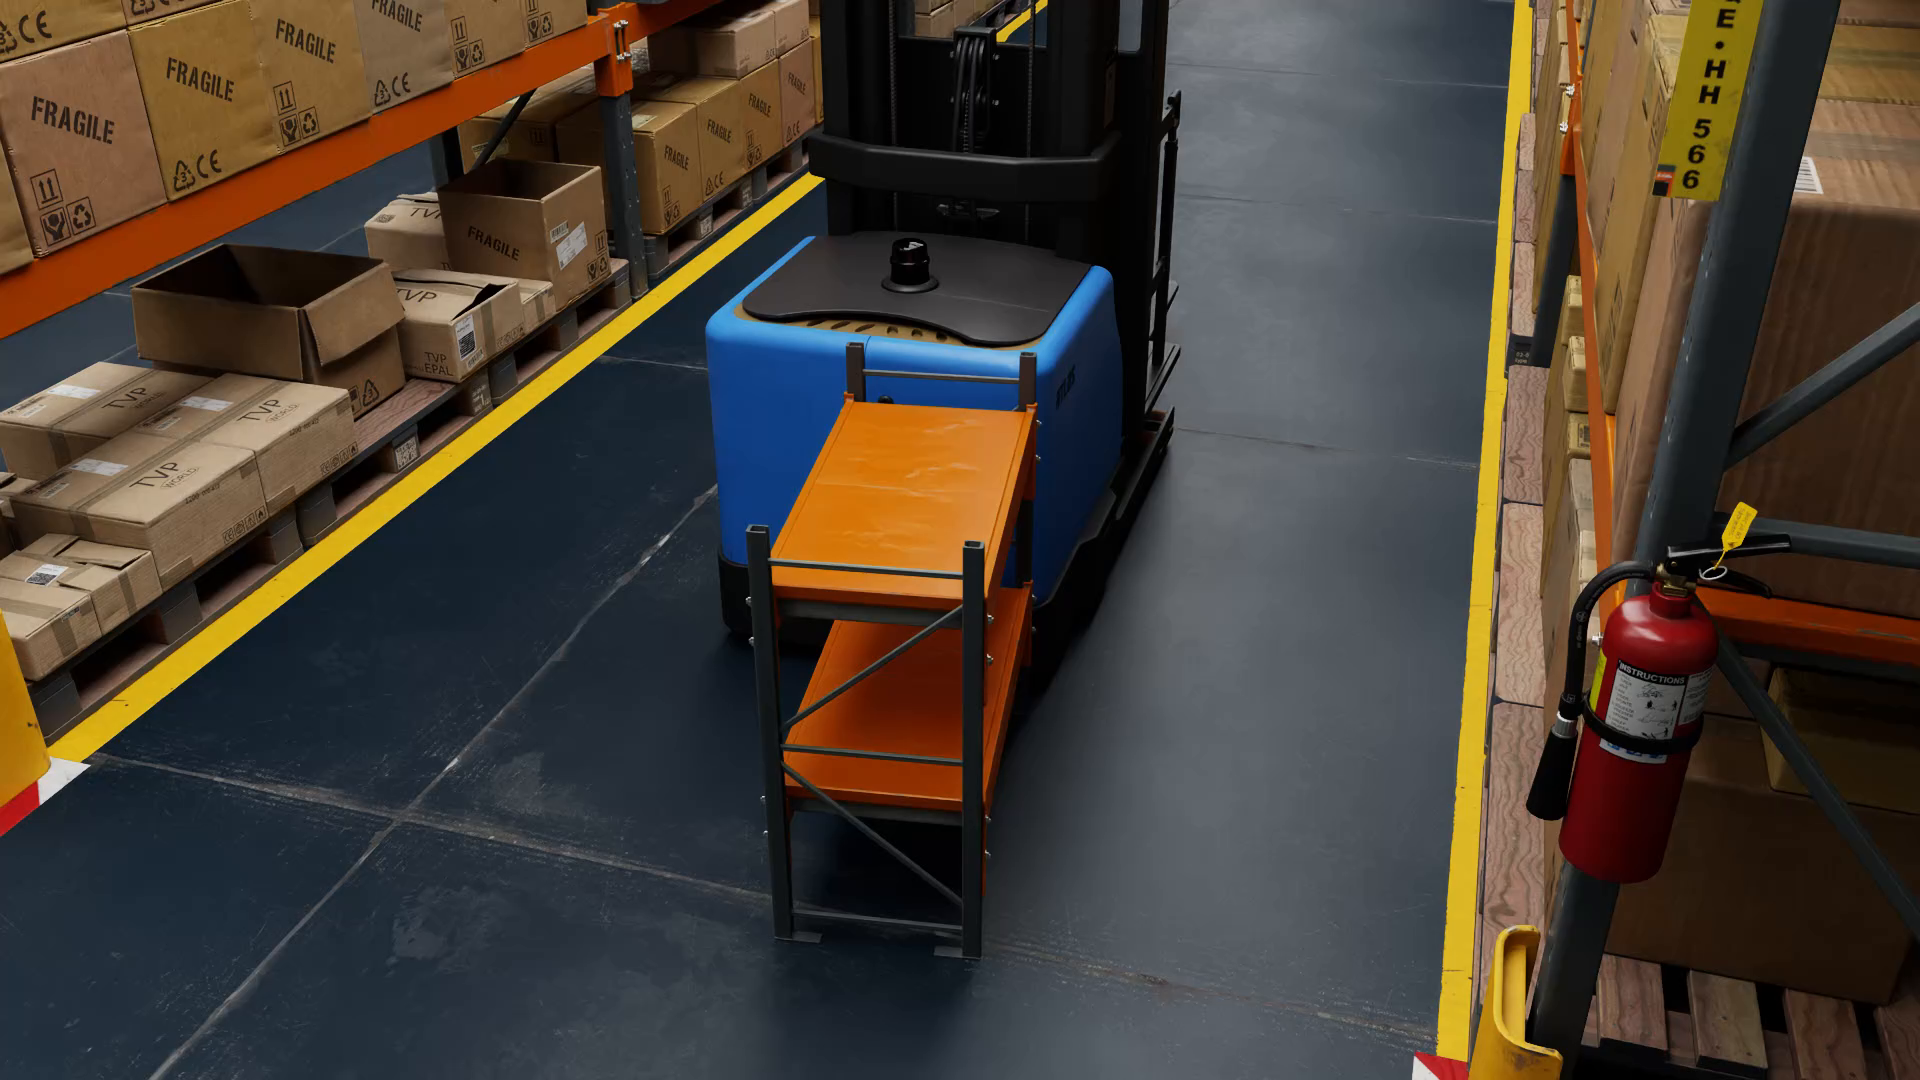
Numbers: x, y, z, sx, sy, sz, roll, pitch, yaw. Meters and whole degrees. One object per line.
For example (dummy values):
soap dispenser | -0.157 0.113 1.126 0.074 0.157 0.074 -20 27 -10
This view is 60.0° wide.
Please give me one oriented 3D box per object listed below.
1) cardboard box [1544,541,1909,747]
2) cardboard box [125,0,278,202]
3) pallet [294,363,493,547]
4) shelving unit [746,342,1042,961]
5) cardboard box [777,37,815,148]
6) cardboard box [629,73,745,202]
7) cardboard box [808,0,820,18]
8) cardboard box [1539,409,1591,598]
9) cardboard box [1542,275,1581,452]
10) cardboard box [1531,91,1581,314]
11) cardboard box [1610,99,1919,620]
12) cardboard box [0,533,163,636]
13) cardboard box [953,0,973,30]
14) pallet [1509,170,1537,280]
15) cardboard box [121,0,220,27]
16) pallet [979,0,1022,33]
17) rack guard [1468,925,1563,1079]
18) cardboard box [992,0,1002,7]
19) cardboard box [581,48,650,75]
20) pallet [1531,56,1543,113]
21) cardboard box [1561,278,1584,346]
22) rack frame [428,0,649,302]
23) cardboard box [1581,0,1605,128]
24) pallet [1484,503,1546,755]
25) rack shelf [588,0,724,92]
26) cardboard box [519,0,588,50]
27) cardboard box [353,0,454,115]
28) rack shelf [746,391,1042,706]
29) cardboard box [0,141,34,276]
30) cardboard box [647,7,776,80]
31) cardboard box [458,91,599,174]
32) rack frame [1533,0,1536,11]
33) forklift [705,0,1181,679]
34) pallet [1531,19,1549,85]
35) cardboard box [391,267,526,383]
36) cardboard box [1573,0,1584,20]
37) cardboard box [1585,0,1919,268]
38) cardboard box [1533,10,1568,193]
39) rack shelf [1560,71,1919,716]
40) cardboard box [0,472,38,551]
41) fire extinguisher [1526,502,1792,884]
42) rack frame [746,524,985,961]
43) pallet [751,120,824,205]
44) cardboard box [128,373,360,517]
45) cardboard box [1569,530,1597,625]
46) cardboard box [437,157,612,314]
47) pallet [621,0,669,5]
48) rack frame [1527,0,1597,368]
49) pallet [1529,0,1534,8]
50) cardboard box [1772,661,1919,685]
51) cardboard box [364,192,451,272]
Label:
cardboard box | 1.855 0.379 4.123 0.700 0.500 0.500 8 30 15
cardboard box | -2.459 -1.349 4.986 0.500 0.500 0.500 8 30 15
pallet | -2.523 -0.415 6.280 1.003 0.211 1.213 8 30 15
shelving unit | -0.124 0.239 4.163 0.538 1.125 1.048 4 29 7
cardboard box | -1.140 -2.527 9.326 0.500 0.500 0.500 7 30 13
cardboard box | -1.443 -2.061 8.488 0.500 0.500 0.500 9 30 16
cardboard box | -0.852 -3.313 9.968 0.500 0.250 0.500 10 31 17
cardboard box | 2.152 -0.104 4.990 0.700 0.500 0.500 9 30 16
cardboard box | 2.455 -0.575 5.837 0.700 0.500 0.500 9 30 16
cardboard box | 2.839 -1.381 6.927 0.750 0.750 0.750 9 30 15
cardboard box | 1.739 -0.327 2.944 0.980 0.700 0.700 10 31 17
cardboard box | -2.613 0.121 4.908 0.380 0.166 0.250 8 30 15
cardboard box | -0.208 -3.798 11.888 0.500 0.250 0.500 8 30 13
pallet | 3.284 -1.536 8.294 1.003 0.211 1.213 8 30 15
cardboard box | -2.458 -1.788 4.747 0.500 0.500 0.500 9 30 16
pallet | -0.151 -4.104 12.911 1.003 0.211 1.213 8 30 15
rack guard | 1.592 1.146 3.176 1.175 0.500 0.348 8 30 15
cardboard box | 0.089 -4.278 12.752 0.500 0.250 0.500 9 30 16
cardboard box | -1.792 -2.353 9.014 0.500 0.500 0.500 9 30 15
pallet | 4.178 -2.820 10.602 1.003 0.211 1.213 8 30 15
cardboard box | 2.180 -0.725 5.440 0.380 0.149 0.250 10 30 17
rack frame | -1.964 -2.522 7.198 1.000 3.000 0.127 8 30 15
cardboard box | 2.598 -1.698 5.408 0.980 0.700 0.700 9 30 16
pallet | 2.119 0.313 4.970 1.003 0.211 1.213 8 30 15
rack shelf | -1.377 -3.137 9.043 1.077 0.370 4.000 8 30 15
cardboard box | -1.865 -2.297 6.690 0.500 0.500 0.500 9 30 16
cardboard box | -2.164 -1.818 5.829 0.500 0.500 0.500 9 30 16
rack shelf | -0.124 -0.016 4.020 0.538 0.278 1.000 4 29 7
cardboard box | -2.756 -0.875 4.135 0.500 0.500 0.500 9 30 16
cardboard box | -1.295 -2.604 8.693 0.500 0.250 0.500 9 30 15
cardboard box | -2.093 -1.892 8.184 0.500 0.500 0.500 8 30 15
rack frame | 5.121 -5.534 12.613 1.000 3.000 0.127 8 30 15
forklift | 0.187 -1.573 5.563 1.130 2.935 3.031 9 30 15
pallet | 4.538 -3.385 11.618 1.003 0.211 1.213 8 30 15
cardboard box | -2.080 -0.885 6.569 0.500 0.311 0.500 8 30 15
cardboard box | 2.793 -2.279 6.999 0.380 0.149 0.250 9 30 15
cardboard box | 2.174 -1.020 4.189 0.980 0.700 0.700 7 30 12
cardboard box | 3.342 -2.190 8.381 0.750 0.750 0.750 8 30 15
rack shelf | 2.186 -0.573 4.434 1.077 0.370 4.000 8 30 15
cardboard box | -3.009 -0.080 5.270 0.380 0.166 0.250 8 30 15
fire extinguisher | 1.113 0.243 2.690 0.296 0.674 0.183 8 30 15
rack frame | -0.198 0.484 3.723 0.500 1.125 0.032 4 29 7
pallet | -1.405 -2.255 9.587 1.003 0.211 1.213 8 30 15
cardboard box | -2.414 -0.330 5.634 0.500 0.250 0.500 8 30 15
cardboard box | 1.646 0.123 3.915 0.380 0.149 0.250 9 30 16
cardboard box | -1.860 -1.316 7.150 0.500 0.500 0.500 8 30 15
pallet | -1.625 -2.794 7.884 1.003 0.211 1.213 8 30 15
rack frame | 2.773 -1.817 5.930 1.000 3.000 0.127 8 30 15
pallet | 5.284 -4.633 13.861 1.003 0.211 1.213 8 30 15
cardboard box | 2.011 0.179 3.814 0.380 0.149 0.250 9 30 15
cardboard box | -2.294 -1.375 7.449 0.500 0.311 0.500 8 30 15
